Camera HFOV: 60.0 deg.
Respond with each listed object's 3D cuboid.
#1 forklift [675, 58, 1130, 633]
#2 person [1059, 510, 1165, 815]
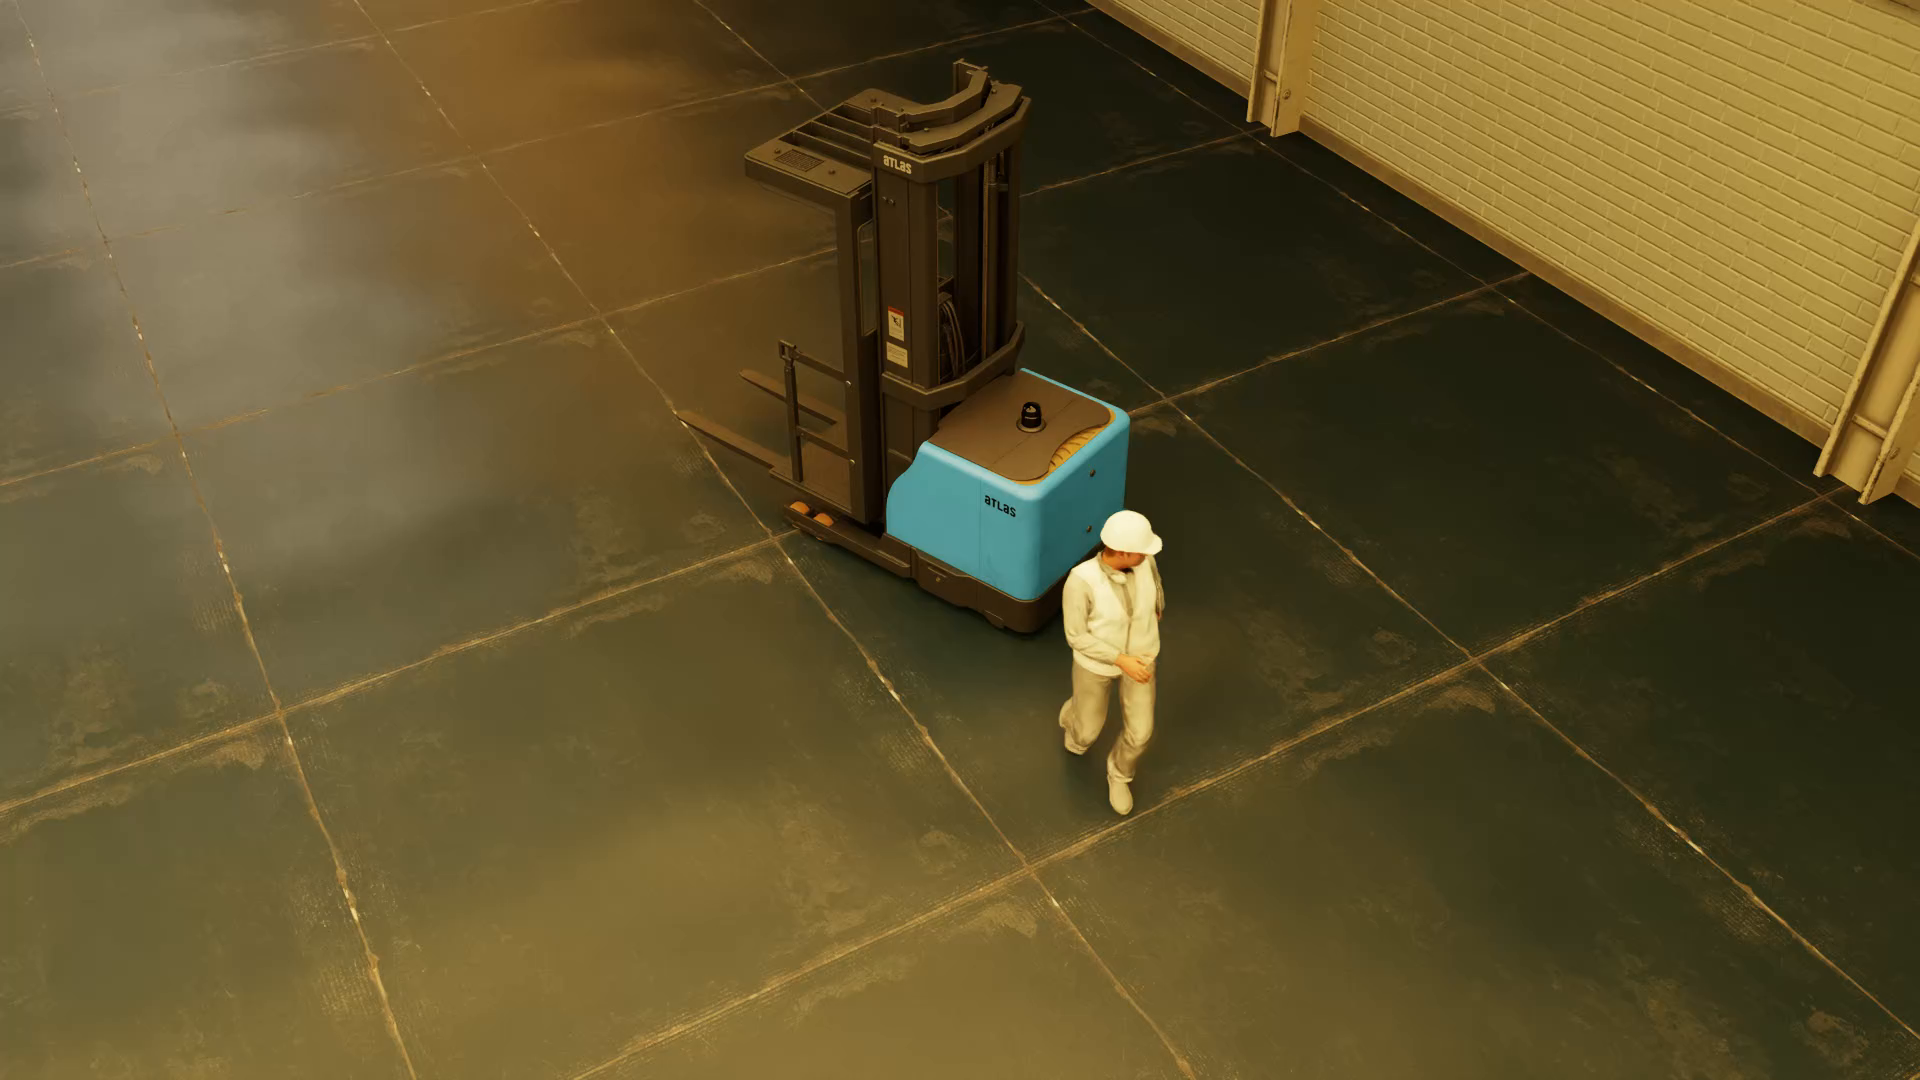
[{"bbox_3d":[-0.481,-1.366,9.683,3.031,2.935,1.130,26,46,28],"label":"forklift"},{"bbox_3d":[0.796,0.555,8.339,0.624,1.702,0.714,-7,40,-8],"label":"person"}]
